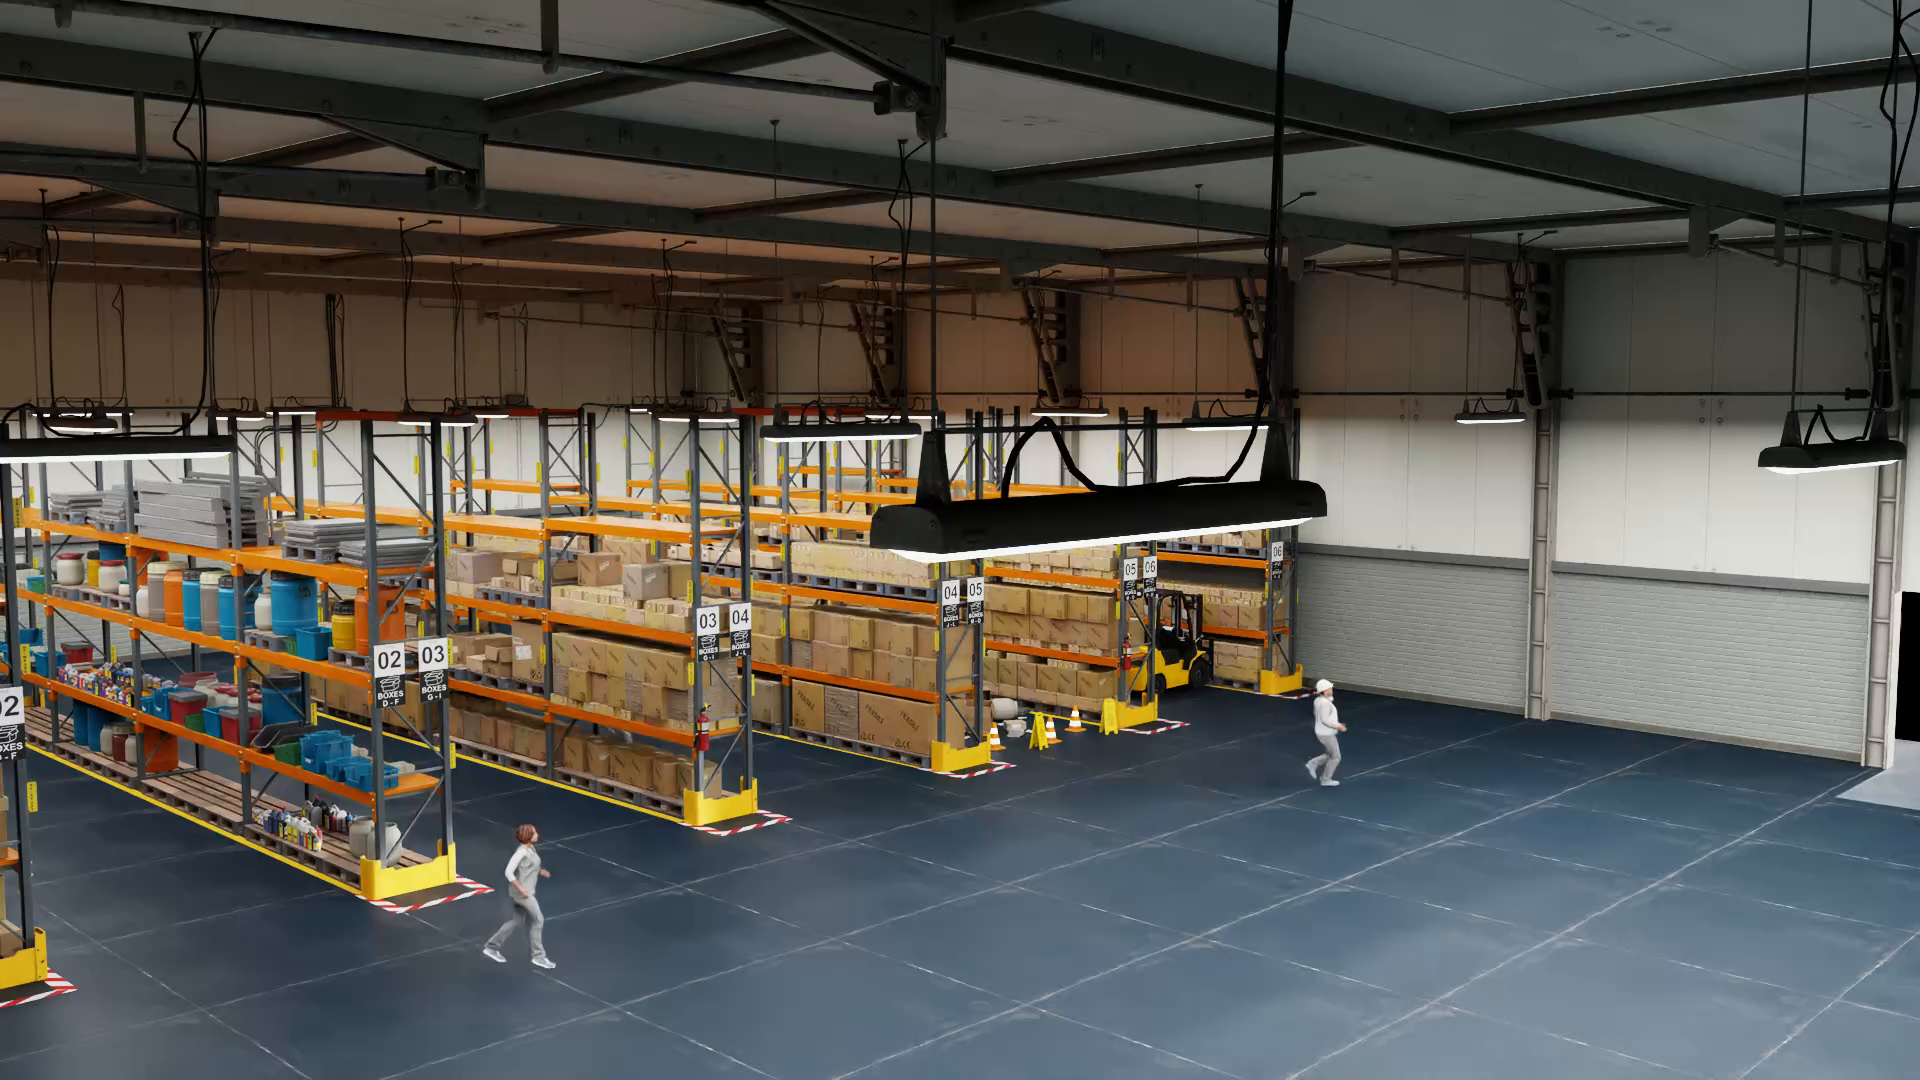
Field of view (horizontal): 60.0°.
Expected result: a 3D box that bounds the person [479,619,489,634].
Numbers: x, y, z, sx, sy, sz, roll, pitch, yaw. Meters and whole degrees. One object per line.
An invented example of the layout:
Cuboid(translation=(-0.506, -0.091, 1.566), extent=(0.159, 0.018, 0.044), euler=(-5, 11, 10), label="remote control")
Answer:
Cuboid(translation=(-11.611, 1.905, 40.529), extent=(0.840, 1.732, 0.680), euler=(0, 5, 4), label="person")

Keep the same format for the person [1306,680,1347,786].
Cuboid(translation=(5.895, 3.100, 26.767), extent=(0.607, 1.722, 0.656), euler=(0, 5, 3), label="person")

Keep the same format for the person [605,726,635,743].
Cuboid(translation=(-6.156, 2.809, 30.247), extent=(0.849, 1.721, 0.597), euler=(4, 7, 41), label="person")

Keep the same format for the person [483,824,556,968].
Cuboid(translation=(-4.851, 3.912, 18.256), extent=(0.768, 1.622, 0.535), euler=(-1, 5, -16), label="person")
